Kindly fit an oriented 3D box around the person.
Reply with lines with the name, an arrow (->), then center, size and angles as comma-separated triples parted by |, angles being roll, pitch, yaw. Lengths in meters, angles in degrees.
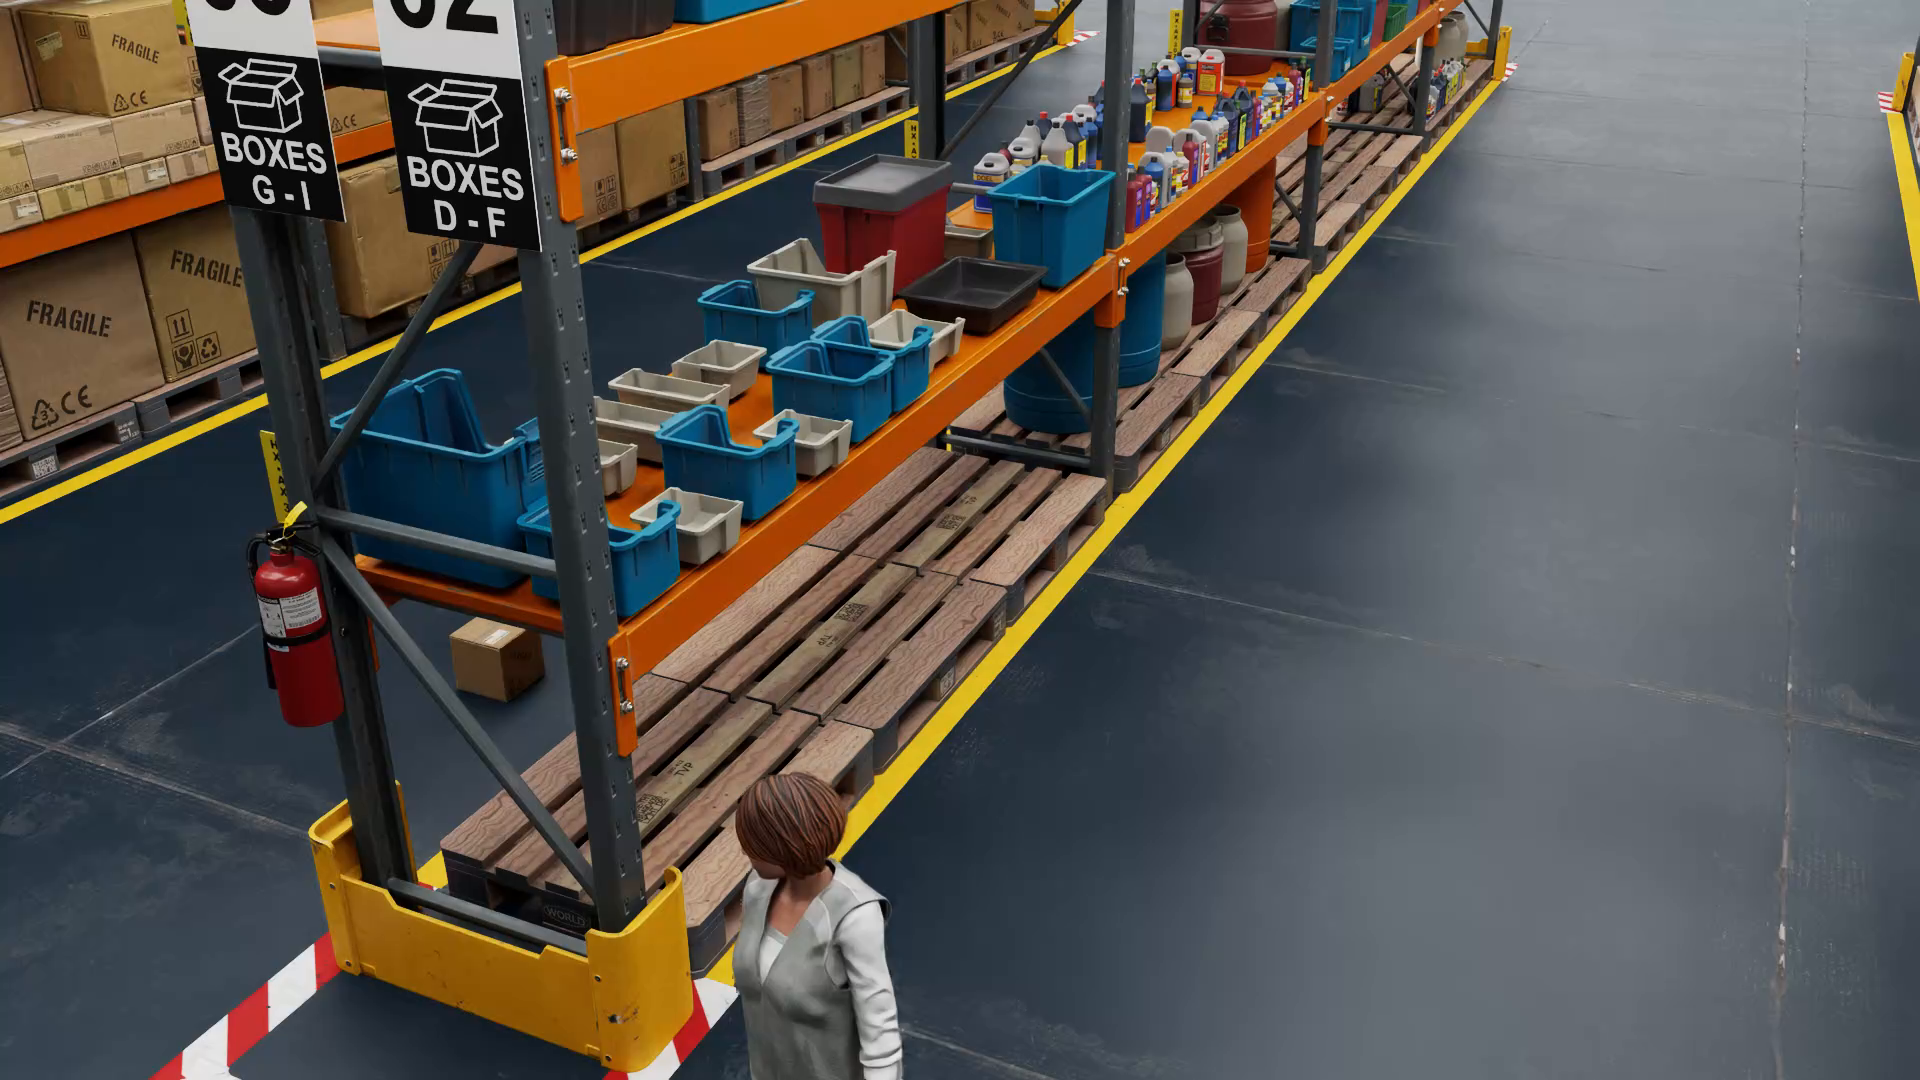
person -> -0.258, 1.199, 3.710 | 0.479, 1.549, 0.806 | 19, 32, 33
